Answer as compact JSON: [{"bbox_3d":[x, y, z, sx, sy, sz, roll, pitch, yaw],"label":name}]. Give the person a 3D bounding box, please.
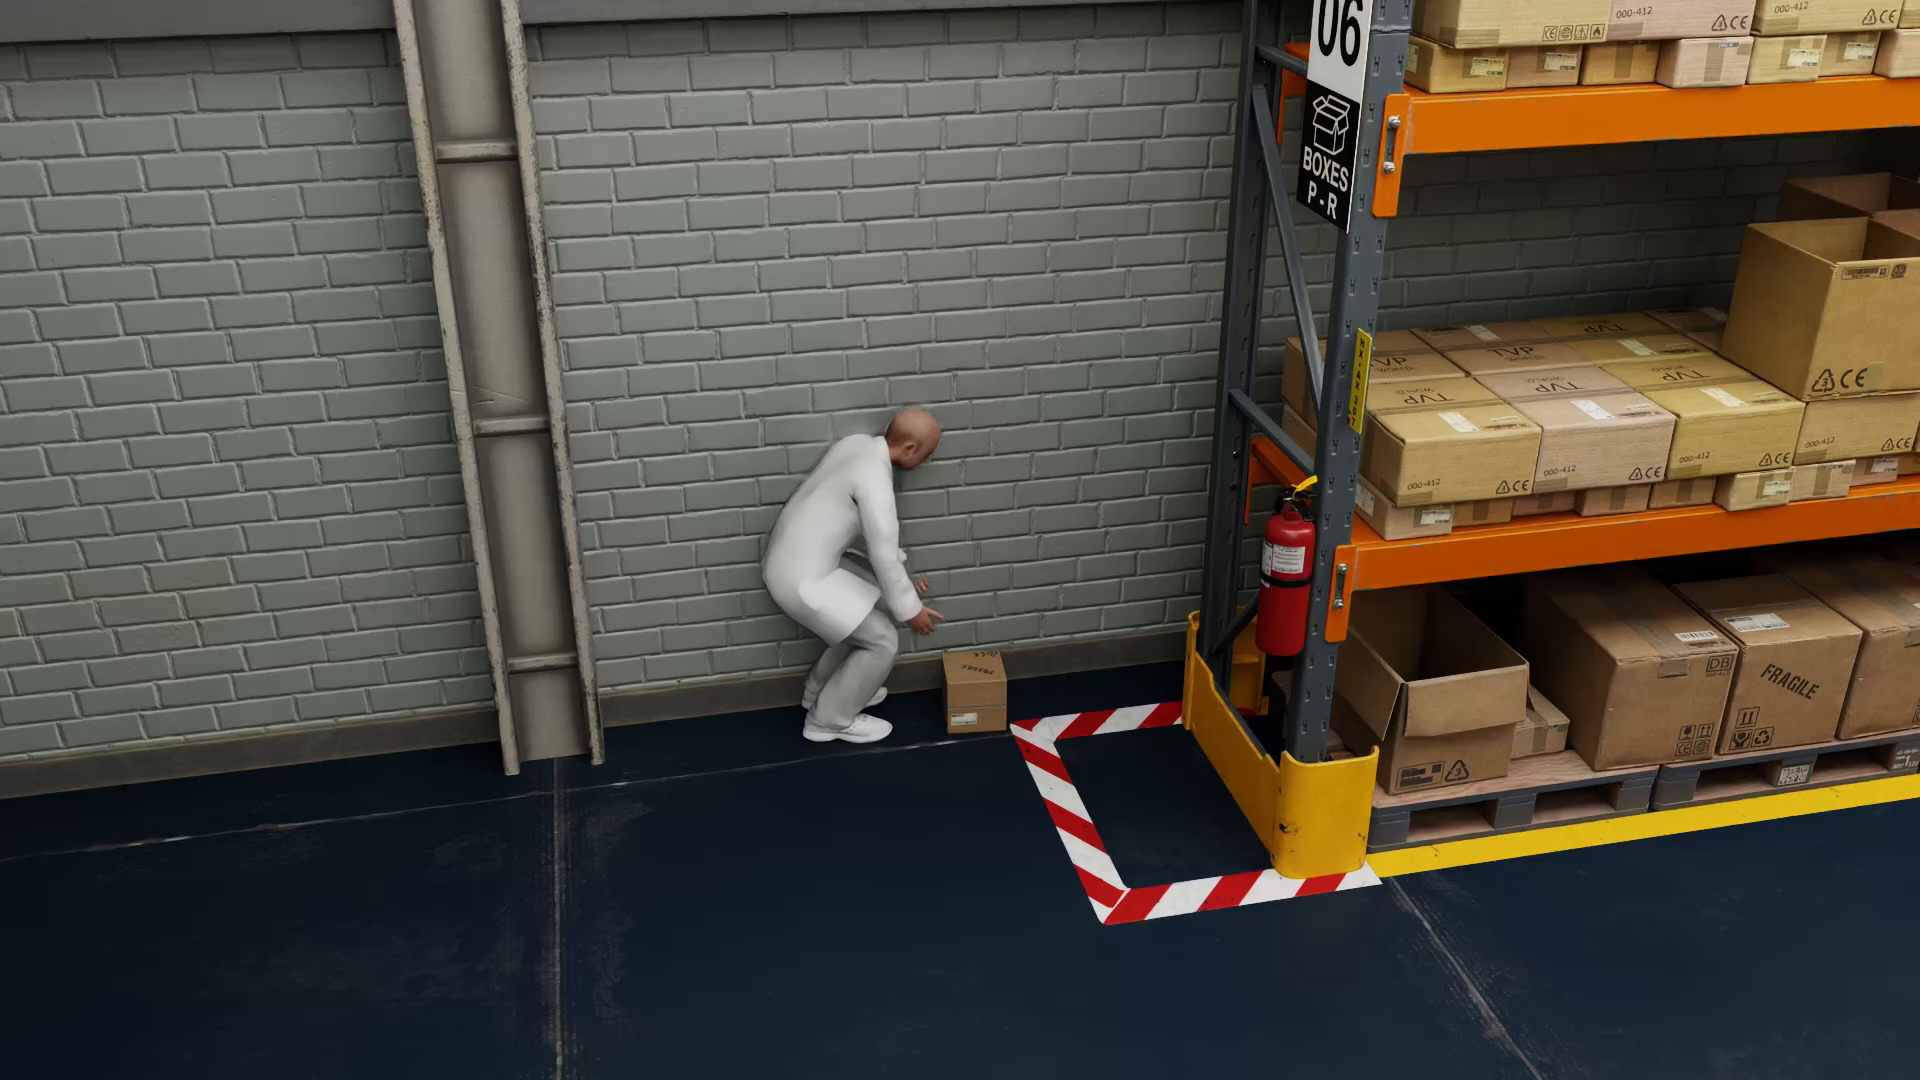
[{"bbox_3d":[-0.442,0.130,6.821,0.737,1.380,0.631,-3,27,-6],"label":"person"}]
